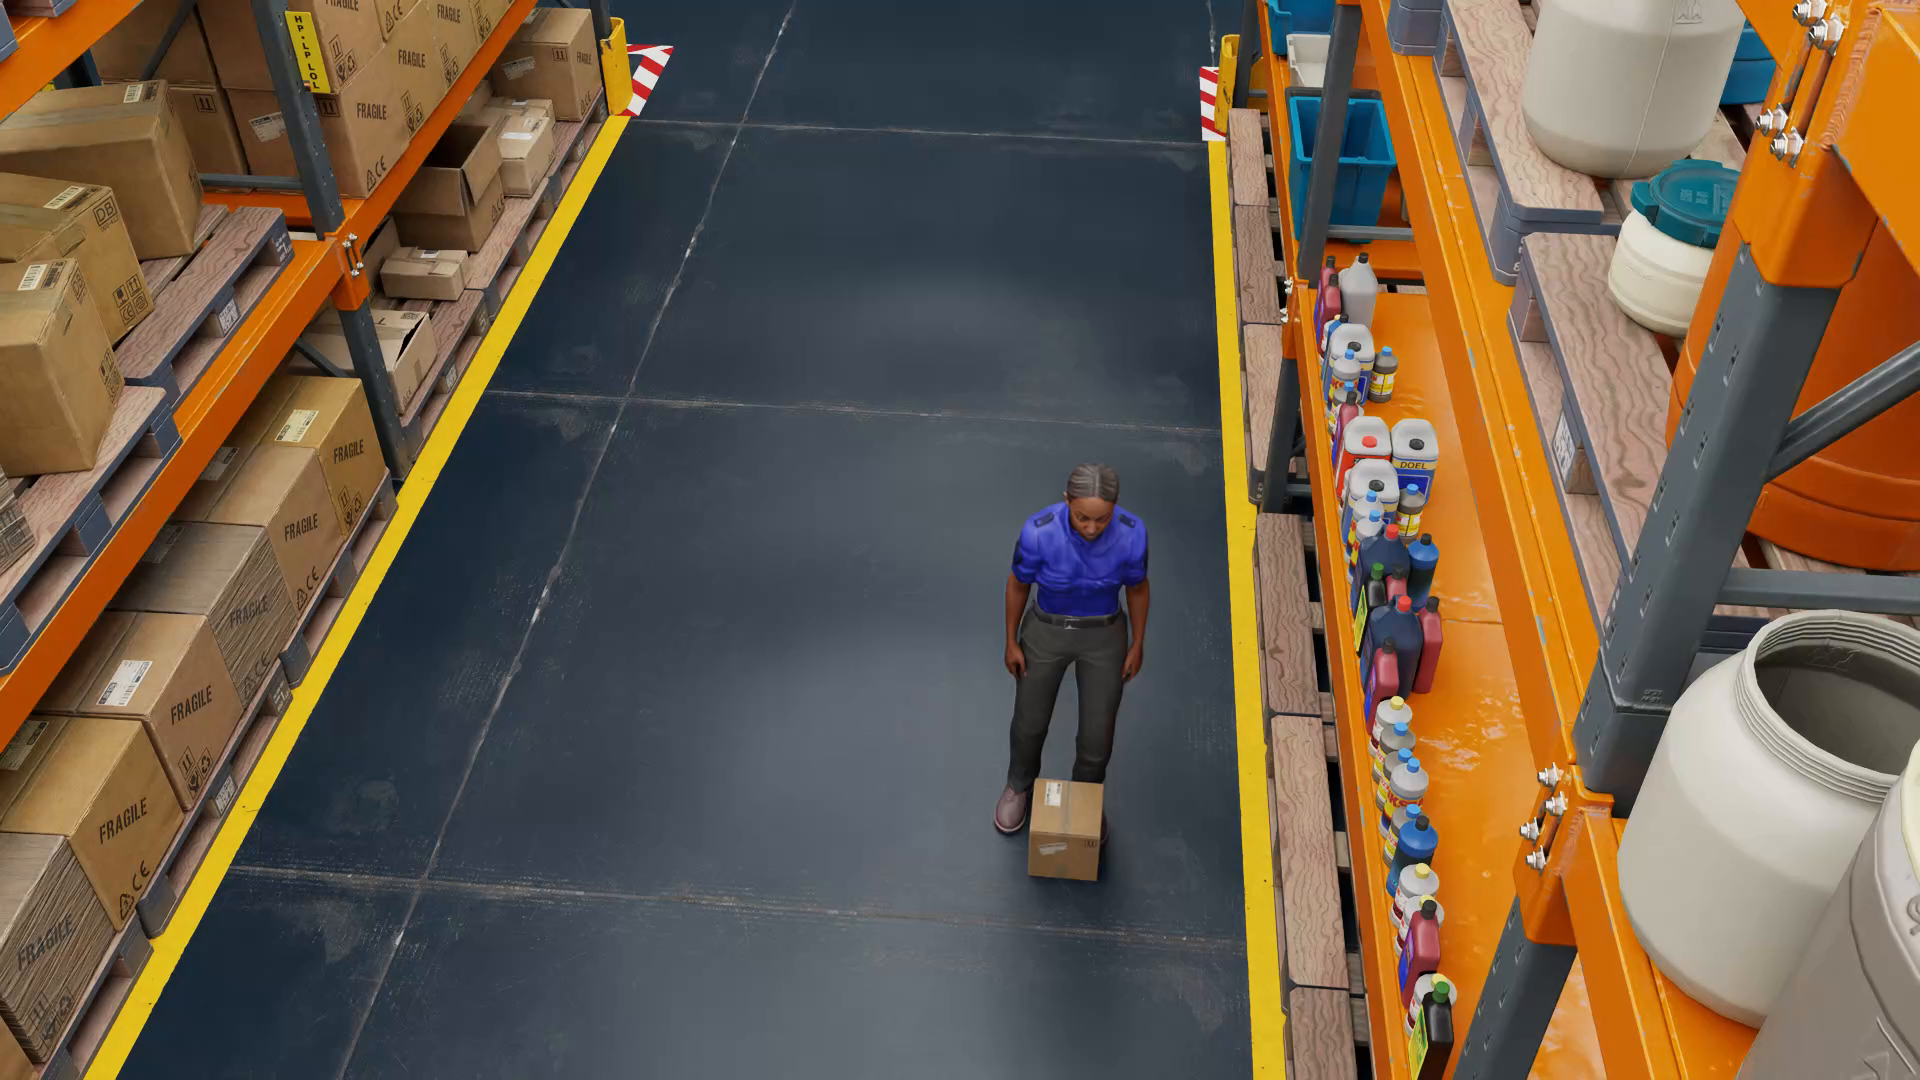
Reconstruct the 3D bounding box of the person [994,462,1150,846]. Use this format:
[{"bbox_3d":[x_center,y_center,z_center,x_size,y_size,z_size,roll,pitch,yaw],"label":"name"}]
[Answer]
[{"bbox_3d":[0.386,0.377,5.717,0.515,1.653,0.402,1,40,1],"label":"person"}]
